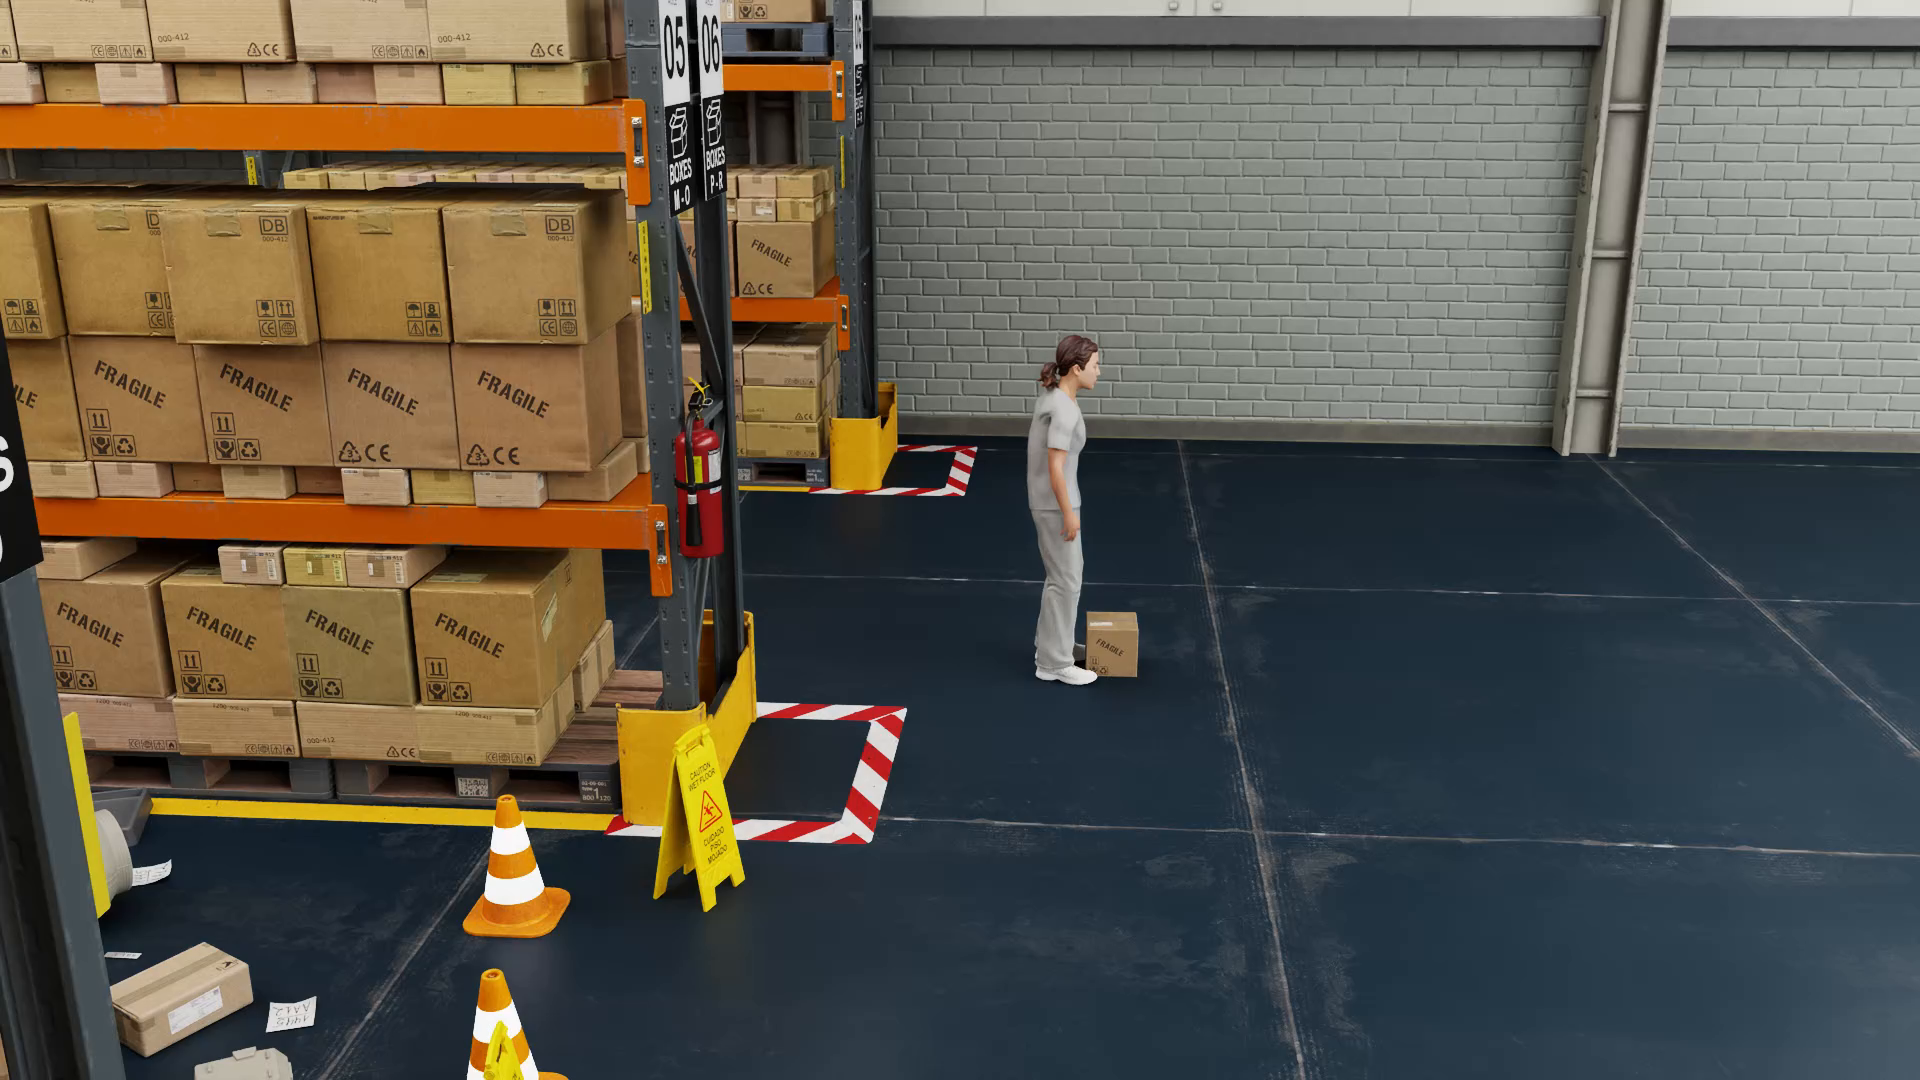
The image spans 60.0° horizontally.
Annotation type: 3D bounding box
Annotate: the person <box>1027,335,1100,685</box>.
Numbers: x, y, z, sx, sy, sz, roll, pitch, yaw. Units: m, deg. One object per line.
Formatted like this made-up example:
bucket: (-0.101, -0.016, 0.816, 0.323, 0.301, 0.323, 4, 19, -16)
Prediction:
person: (0.502, -0.161, 8.061, 0.359, 1.672, 0.488, 1, 18, 2)
